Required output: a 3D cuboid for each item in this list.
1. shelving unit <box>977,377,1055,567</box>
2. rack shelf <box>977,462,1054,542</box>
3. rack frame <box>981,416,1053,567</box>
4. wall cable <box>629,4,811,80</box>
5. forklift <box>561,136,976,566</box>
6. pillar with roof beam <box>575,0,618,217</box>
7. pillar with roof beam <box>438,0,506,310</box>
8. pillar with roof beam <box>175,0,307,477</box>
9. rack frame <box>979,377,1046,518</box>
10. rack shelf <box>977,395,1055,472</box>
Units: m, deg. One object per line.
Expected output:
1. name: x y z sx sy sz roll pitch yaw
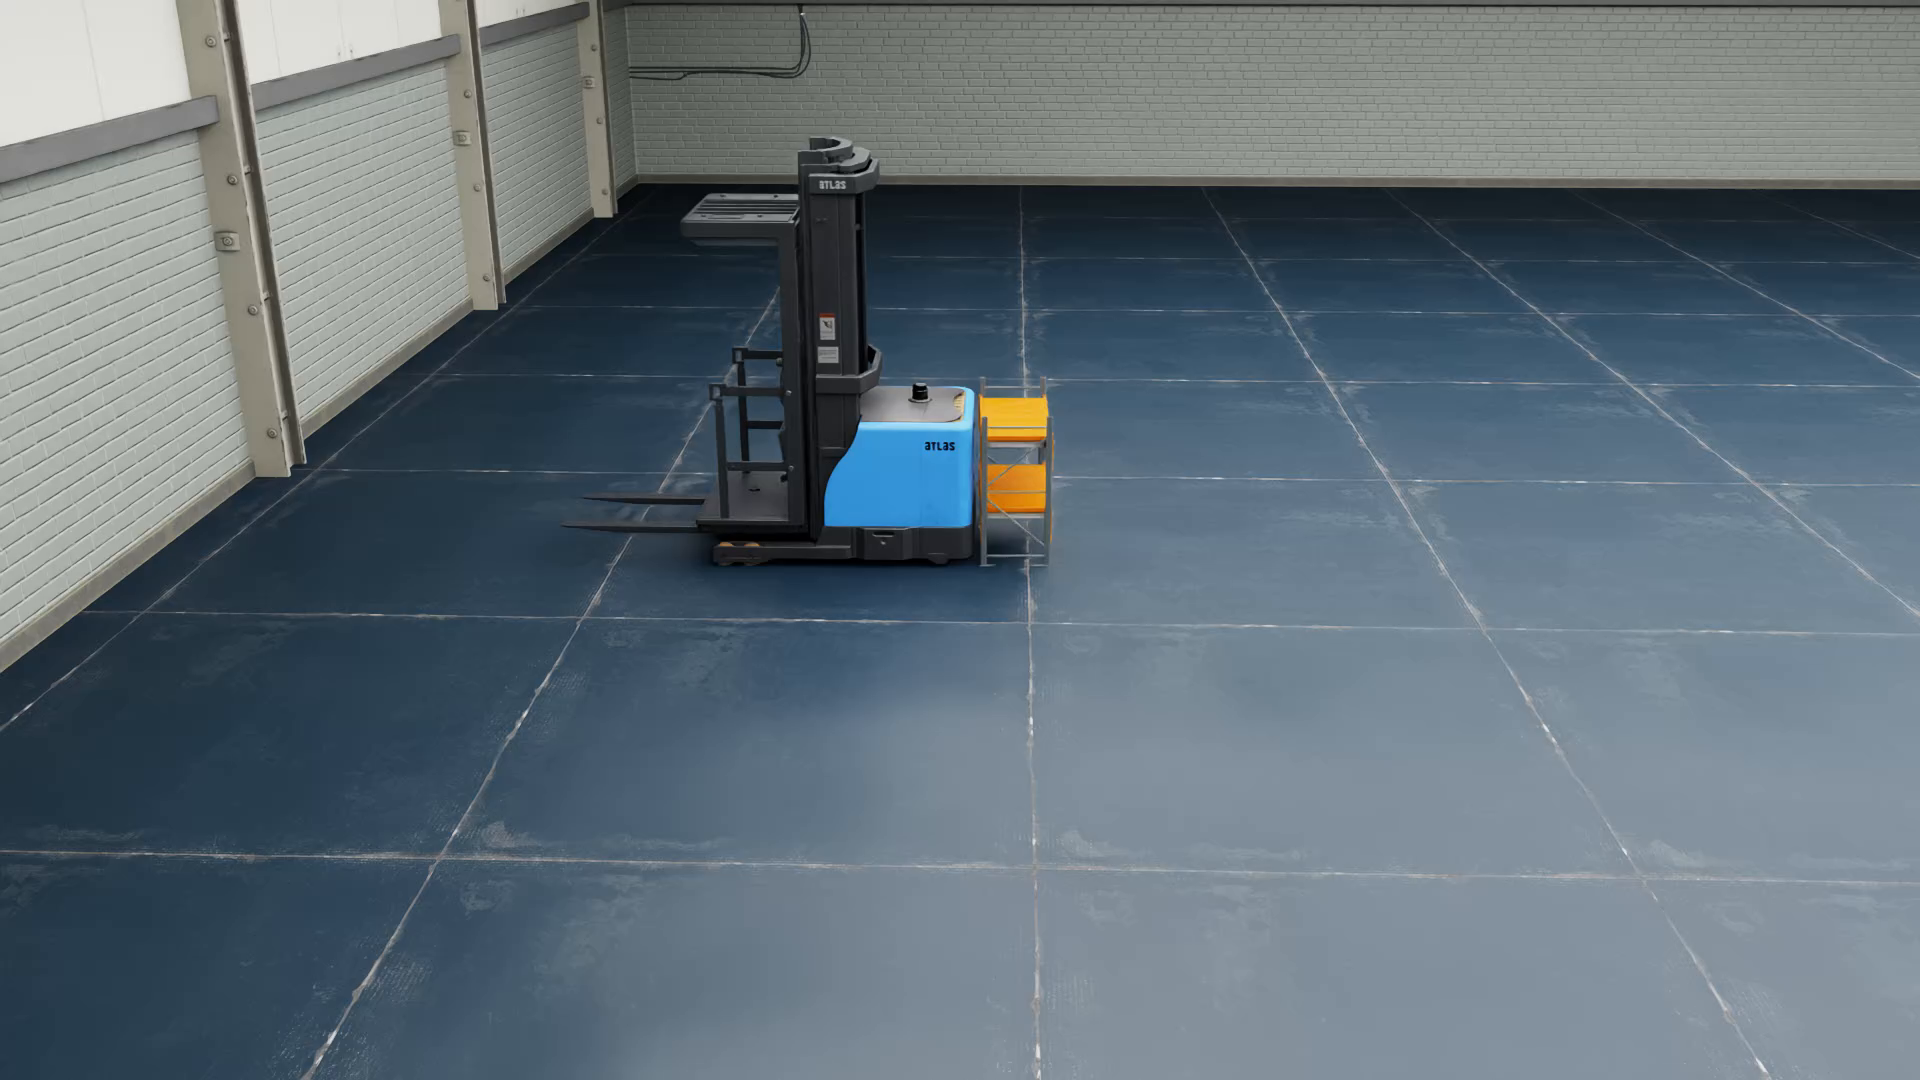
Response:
1. shelving unit: 0.401 -0.521 12.317 0.538 1.125 1.048 0 21 0
2. rack shelf: 0.401 -0.293 12.406 0.538 0.278 1.000 0 21 0
3. rack frame: 0.401 -0.337 11.844 0.500 1.125 0.032 0 21 0
4. wall cable: -3.980 -8.736 26.896 3.097 2.526 0.112 1 21 2
5. forklift: -1.406 -1.369 12.005 3.031 2.935 1.130 1 21 2
6. pillar with roof beam: -1.089 -9.086 23.505 9.100 9.000 0.400 1 21 2
7. pillar with roof beam: -1.271 -6.916 17.914 9.100 9.000 0.400 1 21 2
8. pillar with roof beam: -1.454 -4.747 12.323 9.100 9.000 0.400 1 21 2
9. rack frame: 0.401 -0.705 12.791 0.500 1.125 0.032 0 21 0
10. rack shelf: 0.401 -0.794 12.212 0.538 0.278 1.000 0 21 0
